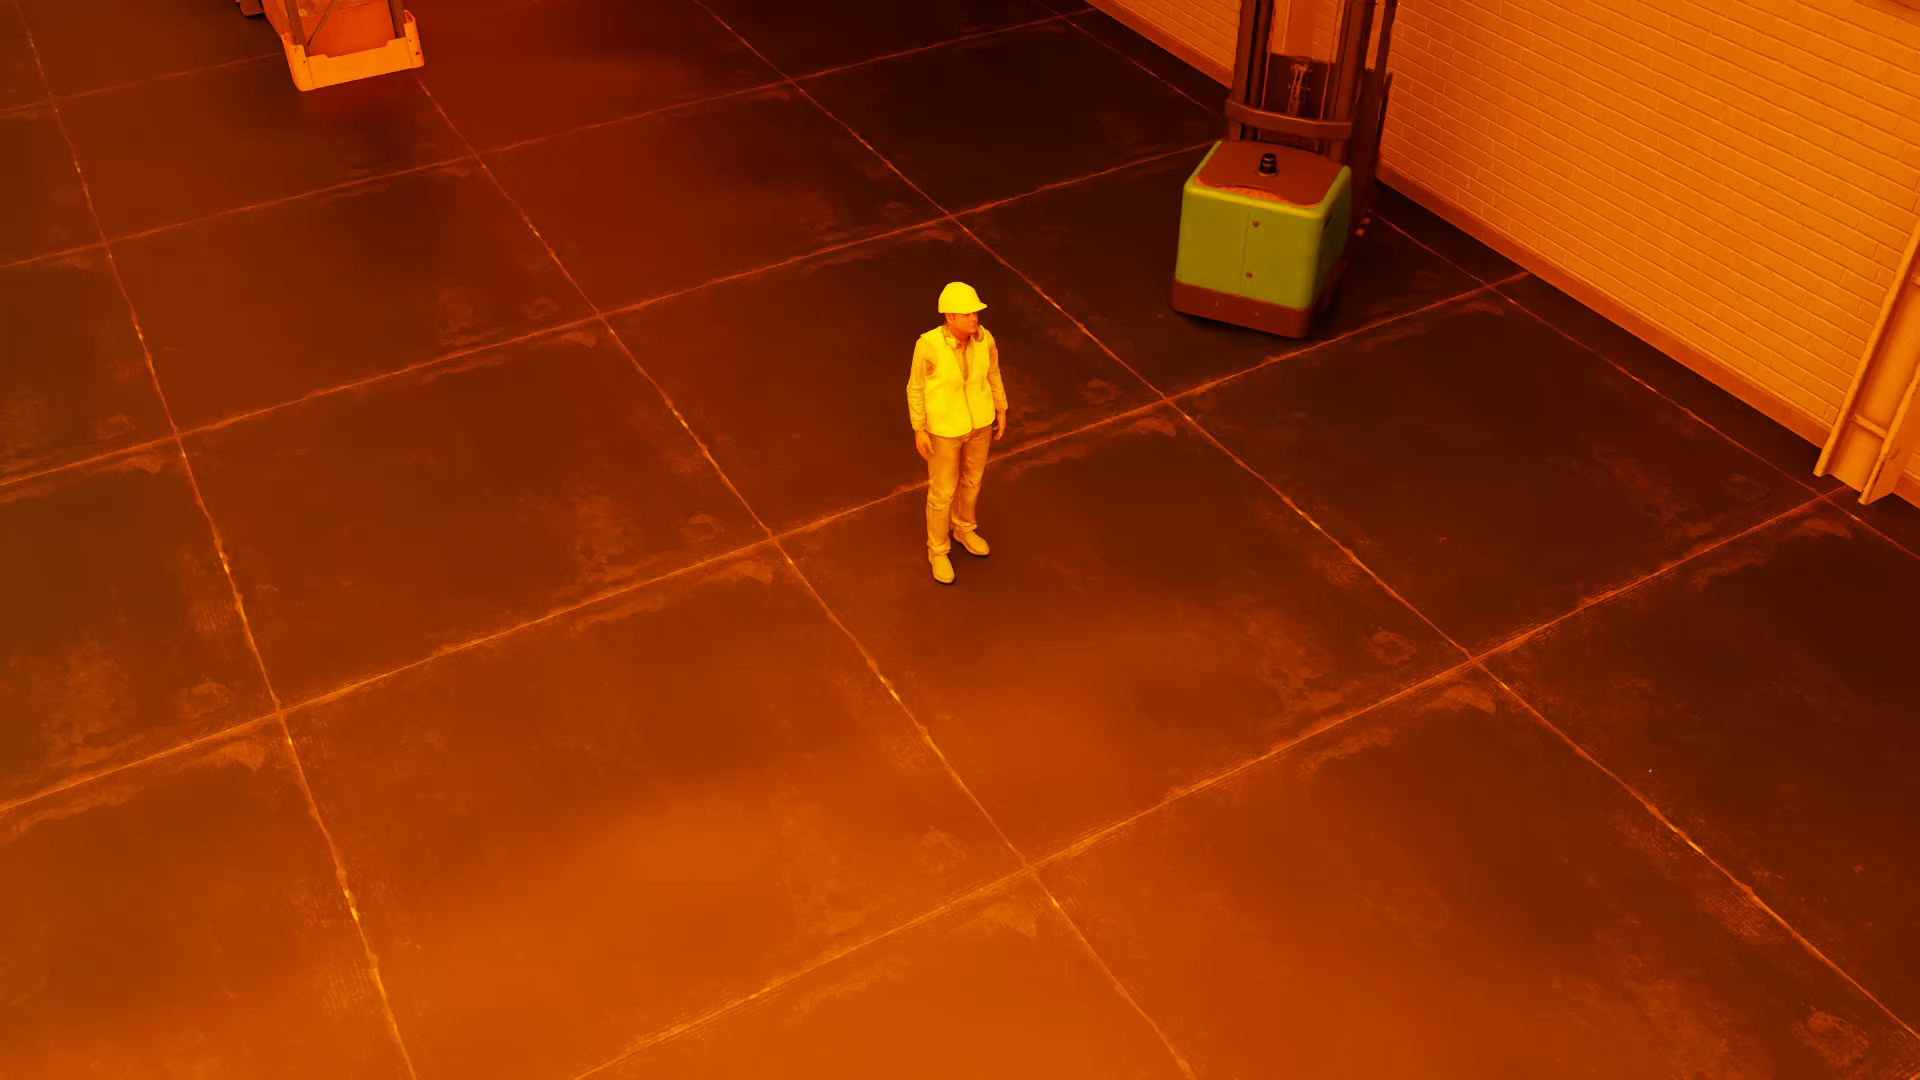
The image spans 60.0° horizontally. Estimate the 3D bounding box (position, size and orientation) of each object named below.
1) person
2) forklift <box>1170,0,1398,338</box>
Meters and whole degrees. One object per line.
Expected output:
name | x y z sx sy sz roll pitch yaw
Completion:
person | 0.024 -0.652 9.716 0.632 1.773 0.568 -20 44 -23
forklift | 2.638 -3.518 12.278 1.130 2.935 3.031 16 42 19
